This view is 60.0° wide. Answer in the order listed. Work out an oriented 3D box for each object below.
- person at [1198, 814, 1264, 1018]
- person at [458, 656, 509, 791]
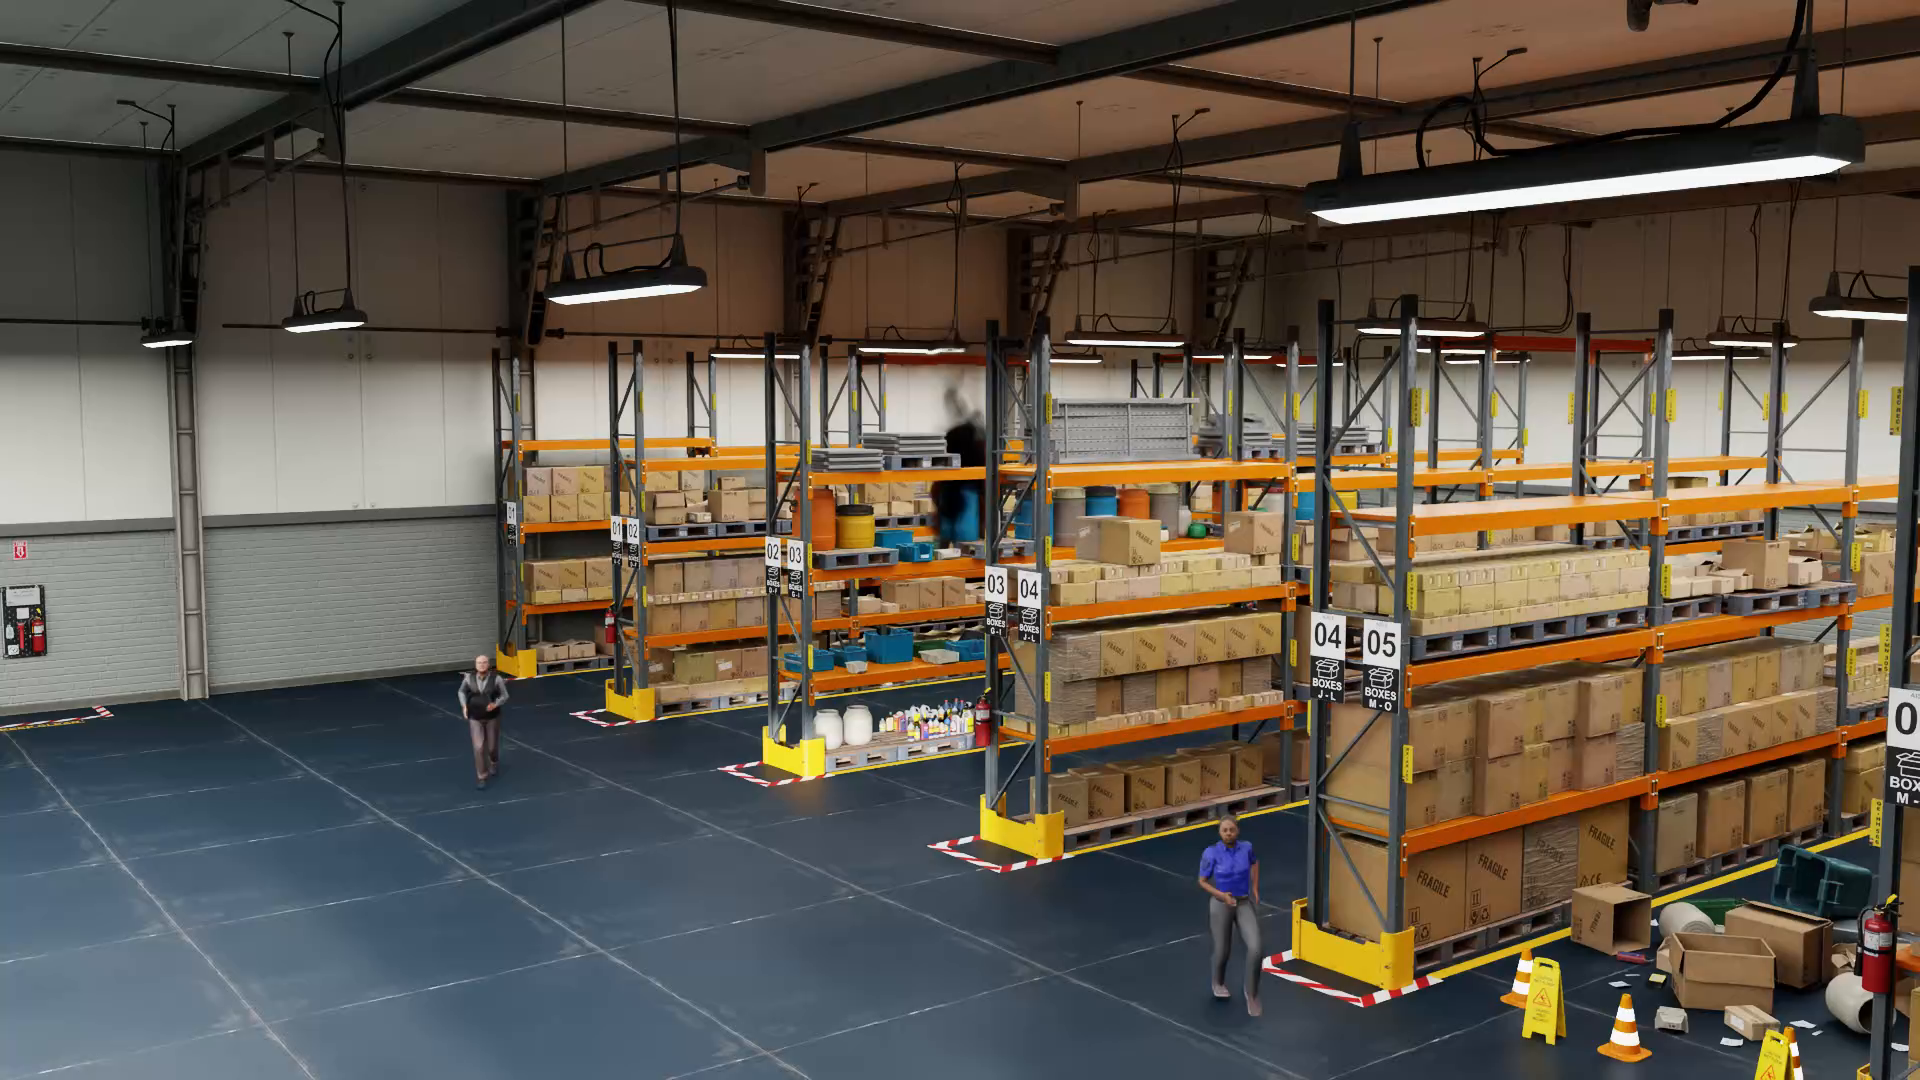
[{"bbox_3d":[2.278,3.133,13.980,0.575,1.678,0.681,-1,5,-6],"label":"person"},{"bbox_3d":[-6.300,2.381,21.994,0.665,1.725,0.803,-1,5,-11],"label":"person"}]
